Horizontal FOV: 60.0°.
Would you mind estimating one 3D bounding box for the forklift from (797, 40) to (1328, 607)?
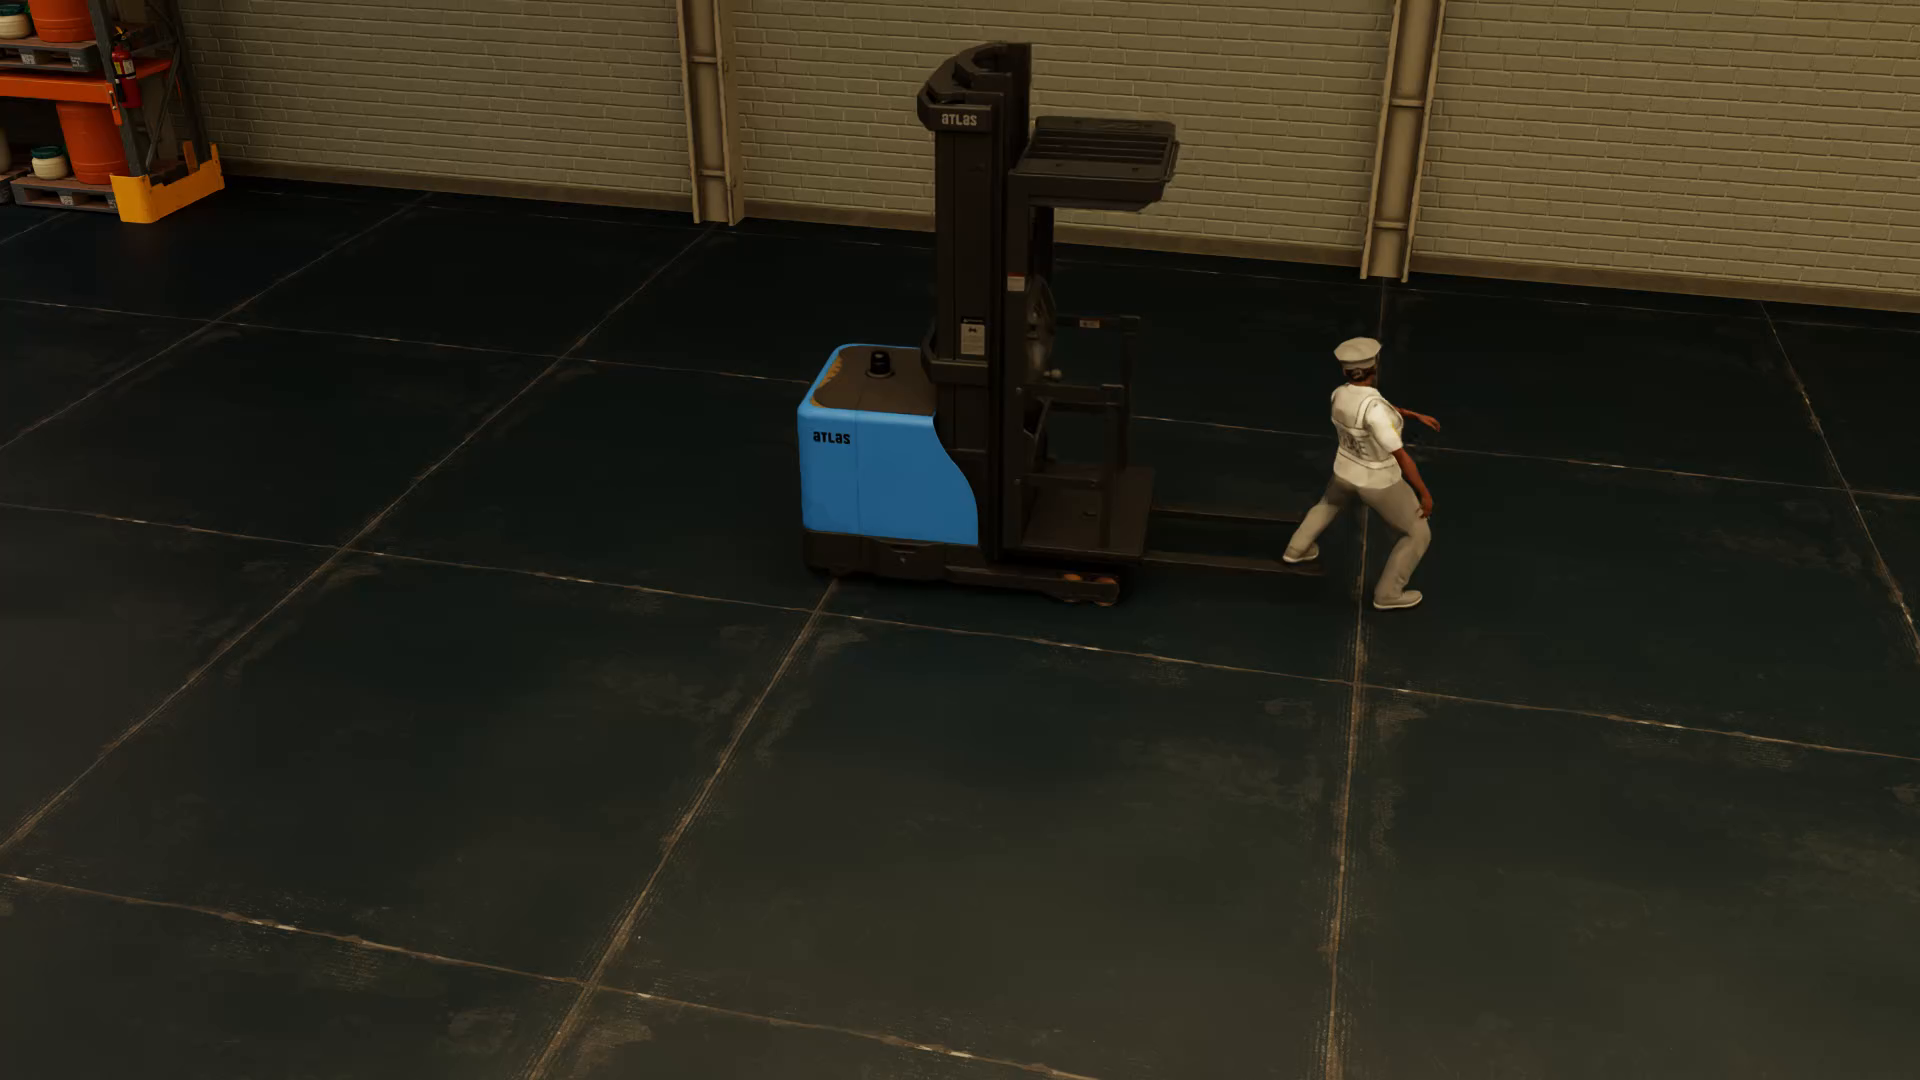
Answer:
[{"bbox_3d":[0.640,-1.181,9.255,3.031,2.935,1.130,5,30,9],"label":"forklift"}]

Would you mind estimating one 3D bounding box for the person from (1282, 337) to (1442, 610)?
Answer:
[{"bbox_3d":[2.317,-0.359,9.200,0.801,1.541,0.792,-21,35,-32],"label":"person"}]
